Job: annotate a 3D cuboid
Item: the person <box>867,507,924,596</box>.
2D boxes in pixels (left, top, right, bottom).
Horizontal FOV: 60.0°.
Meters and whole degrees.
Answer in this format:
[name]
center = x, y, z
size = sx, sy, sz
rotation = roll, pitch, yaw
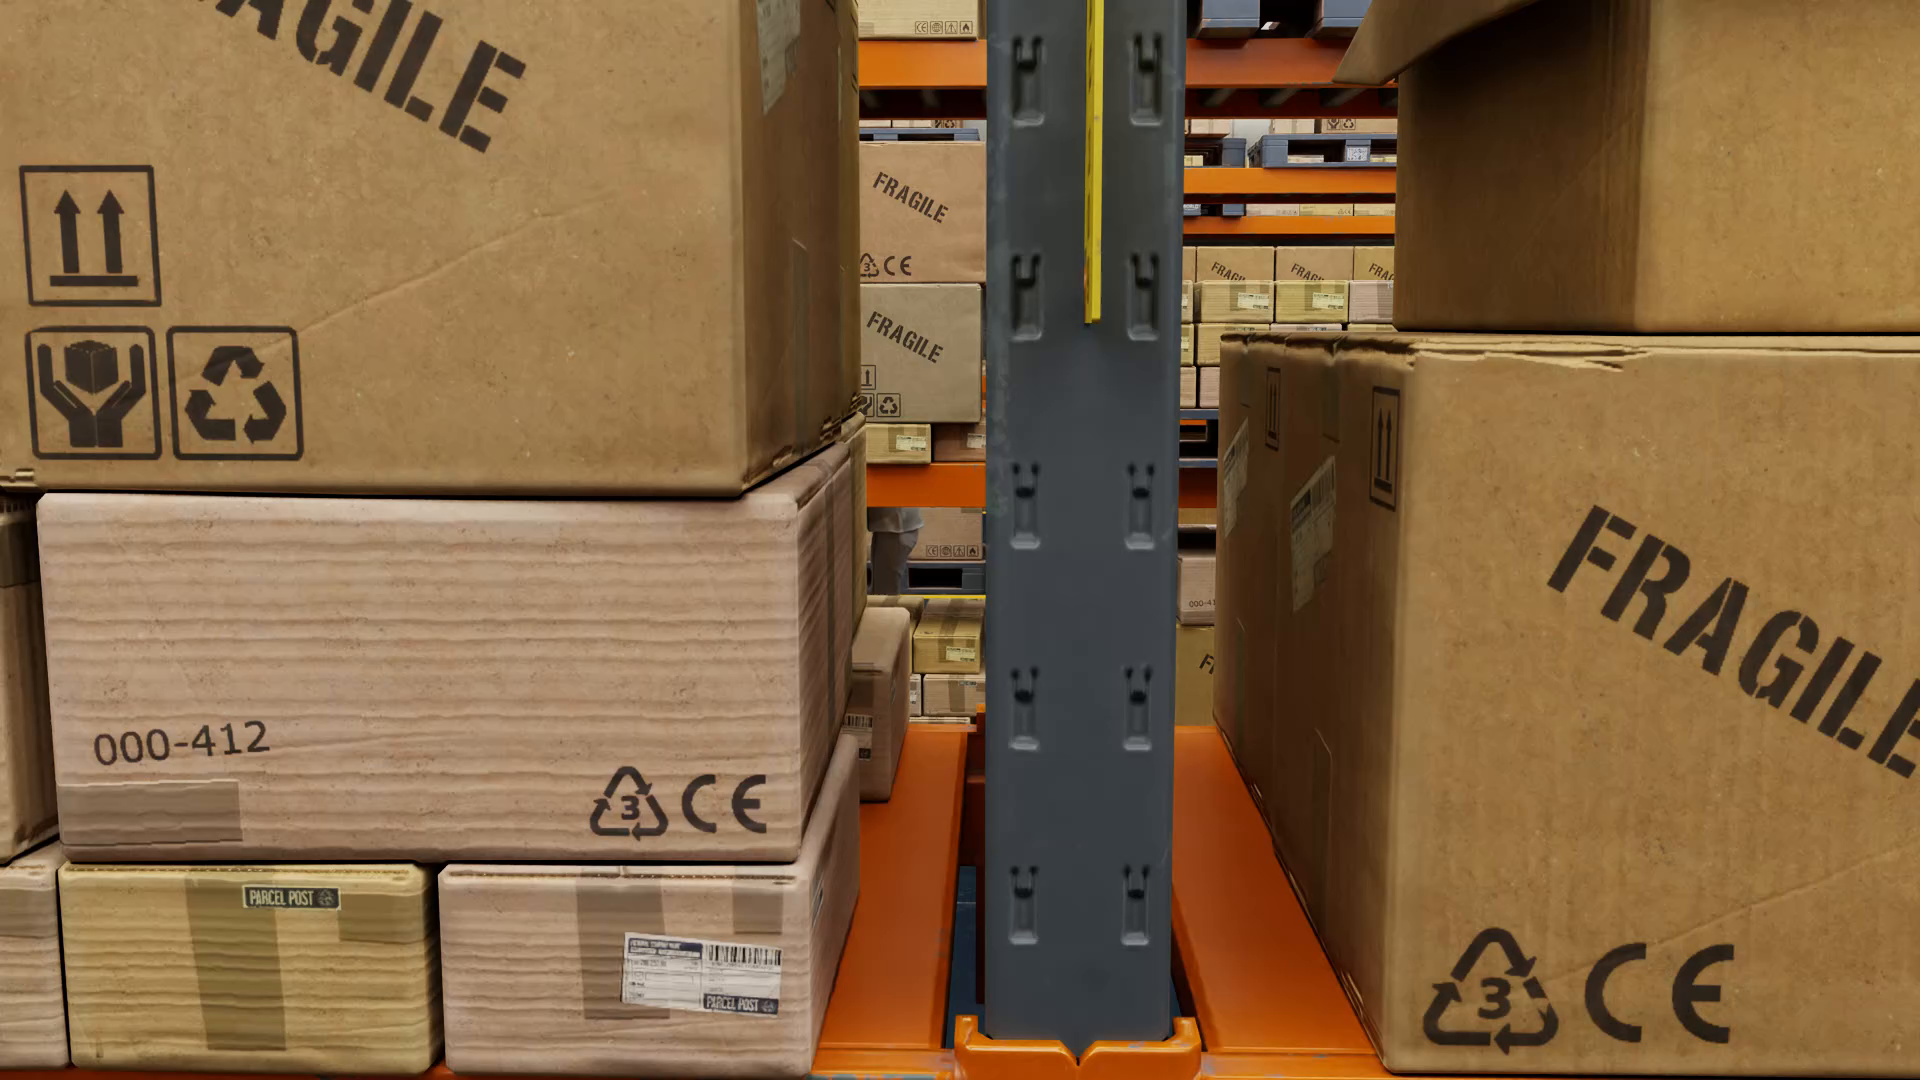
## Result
[person]
center = -0.426, -0.025, 8.090
size = 0.500, 1.584, 0.375
rotation = -1, 8, -7
